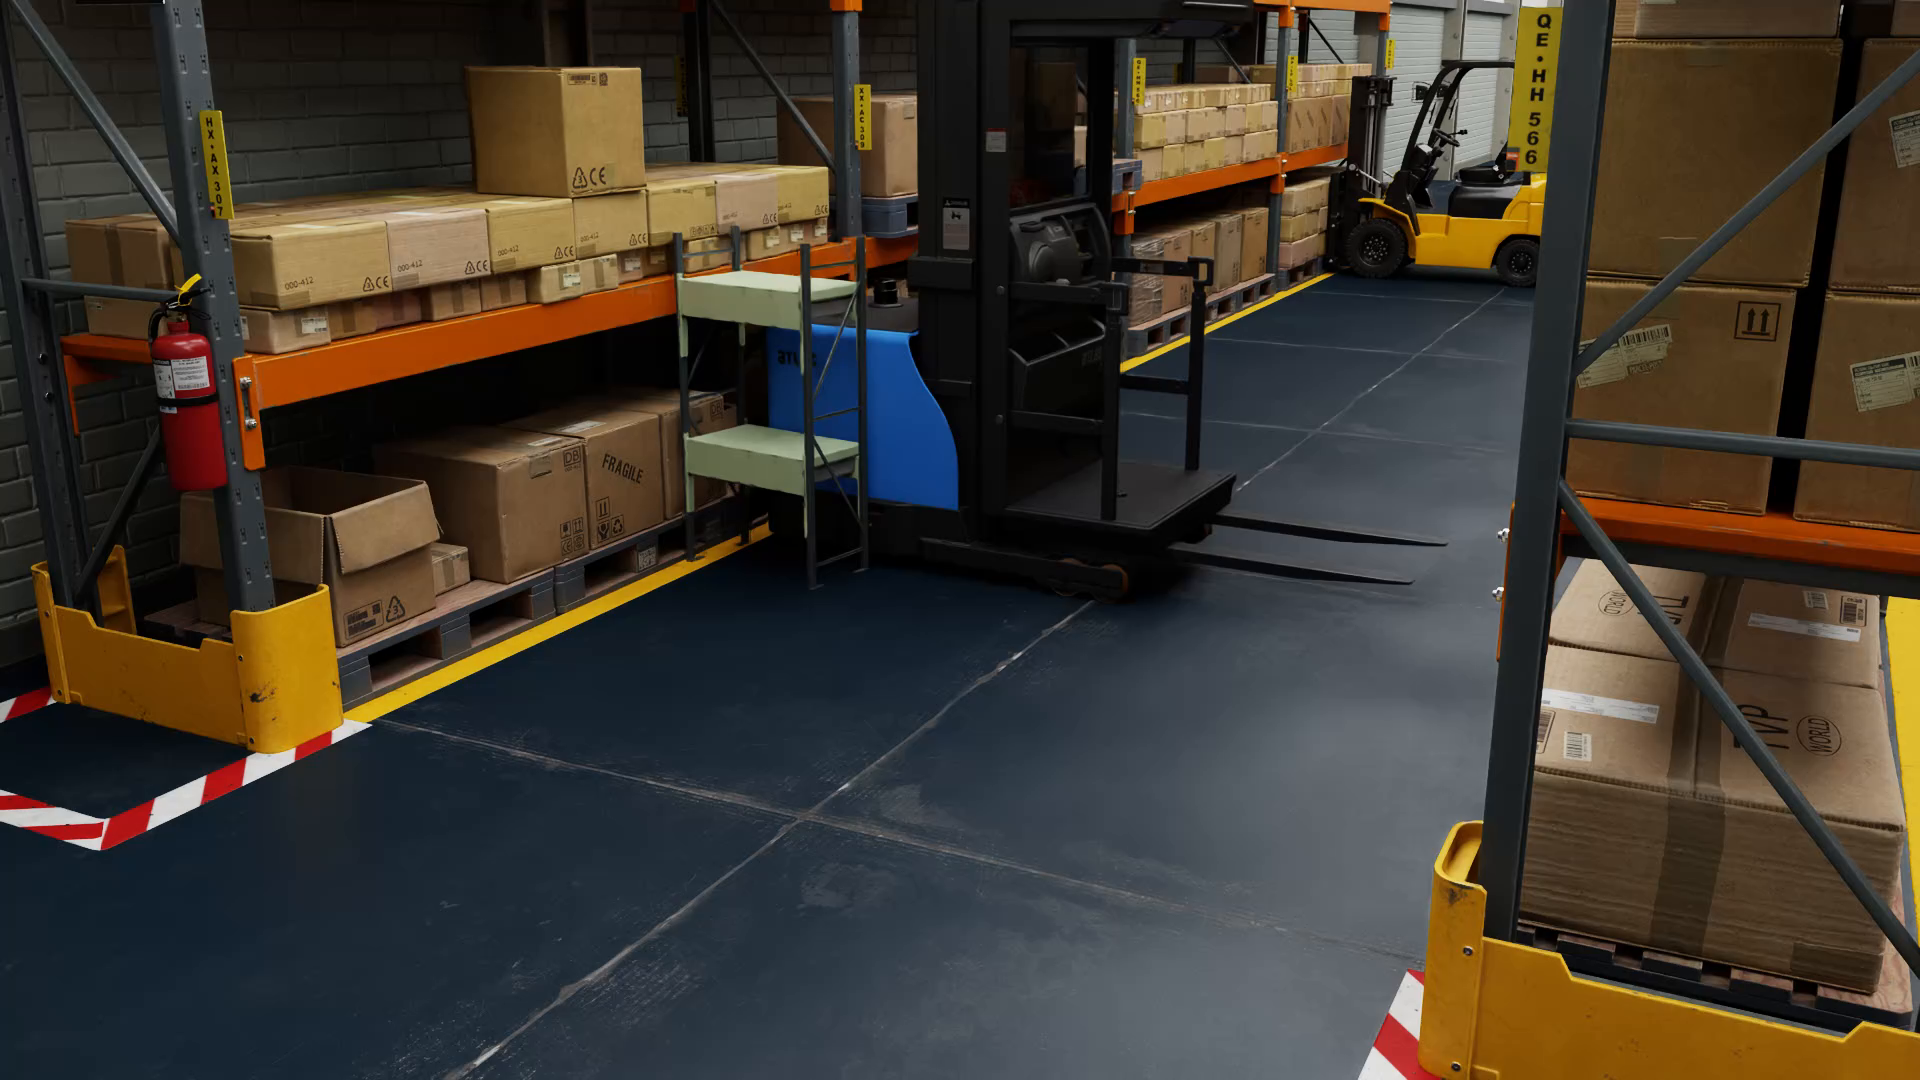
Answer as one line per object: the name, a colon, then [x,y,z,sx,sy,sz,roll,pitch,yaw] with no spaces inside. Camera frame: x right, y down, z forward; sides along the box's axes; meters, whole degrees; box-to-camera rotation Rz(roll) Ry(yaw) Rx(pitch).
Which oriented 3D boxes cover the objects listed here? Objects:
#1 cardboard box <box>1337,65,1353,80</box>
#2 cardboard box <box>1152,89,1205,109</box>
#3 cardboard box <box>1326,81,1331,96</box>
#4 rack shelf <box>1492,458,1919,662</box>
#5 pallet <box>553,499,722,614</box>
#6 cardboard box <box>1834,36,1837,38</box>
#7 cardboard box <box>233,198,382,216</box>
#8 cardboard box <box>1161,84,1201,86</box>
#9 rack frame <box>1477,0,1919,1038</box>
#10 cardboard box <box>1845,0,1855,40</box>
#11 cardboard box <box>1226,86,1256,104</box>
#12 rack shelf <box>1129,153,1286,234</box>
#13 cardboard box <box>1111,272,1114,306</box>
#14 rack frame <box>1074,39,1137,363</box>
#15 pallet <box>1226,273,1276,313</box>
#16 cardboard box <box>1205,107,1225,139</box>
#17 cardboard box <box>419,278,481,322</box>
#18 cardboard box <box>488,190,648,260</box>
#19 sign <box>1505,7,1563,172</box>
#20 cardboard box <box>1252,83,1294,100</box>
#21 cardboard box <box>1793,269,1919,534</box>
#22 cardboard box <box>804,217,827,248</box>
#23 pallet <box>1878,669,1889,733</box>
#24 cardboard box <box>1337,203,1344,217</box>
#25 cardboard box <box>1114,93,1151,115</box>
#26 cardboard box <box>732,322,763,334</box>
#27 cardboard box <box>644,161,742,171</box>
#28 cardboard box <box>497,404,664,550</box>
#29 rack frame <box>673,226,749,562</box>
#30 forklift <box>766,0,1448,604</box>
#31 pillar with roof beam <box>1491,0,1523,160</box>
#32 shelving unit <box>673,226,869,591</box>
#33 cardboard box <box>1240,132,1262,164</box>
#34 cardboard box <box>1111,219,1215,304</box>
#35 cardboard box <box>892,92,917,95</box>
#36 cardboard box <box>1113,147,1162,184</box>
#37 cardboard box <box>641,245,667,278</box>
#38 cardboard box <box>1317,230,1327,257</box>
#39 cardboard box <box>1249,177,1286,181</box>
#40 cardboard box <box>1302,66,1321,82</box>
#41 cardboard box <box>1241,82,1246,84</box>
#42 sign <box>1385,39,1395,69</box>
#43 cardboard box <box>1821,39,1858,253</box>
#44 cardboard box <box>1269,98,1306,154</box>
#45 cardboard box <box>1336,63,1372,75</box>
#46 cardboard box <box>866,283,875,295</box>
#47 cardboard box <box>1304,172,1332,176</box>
cardboard box: [3.918,-4.931,17.519,0.380,0.149,0.250,8,19,26]
cardboard box: [1.768,-3.580,13.494,0.380,0.149,0.250,9,19,27]
cardboard box: [3.558,-4.595,16.912,0.380,0.149,0.250,7,18,24]
rack shelf: [2.556,-0.343,5.176,1.077,0.370,4.000,8,18,25]
pallet: [-1.844,-0.005,7.670,1.003,0.211,1.213,8,18,25]
cardboard box: [2.105,-1.395,4.381,0.380,0.149,0.250,8,18,25]
cardboard box: [-2.580,-1.162,6.410,0.500,0.250,0.500,8,18,26]
cardboard box: [1.954,-4.038,15.035,0.380,0.149,0.250,8,18,25]
rack frame: [1.663,-0.179,3.358,1.000,3.000,0.127,8,18,25]
cardboard box: [3.165,-1.735,5.525,0.380,0.149,0.250,8,18,25]
cardboard box: [2.374,-3.902,14.579,0.380,0.149,0.250,7,18,24]
rack shelf: [1.689,-3.012,14.160,1.077,0.370,4.000,8,18,25]
cardboard box: [0.798,-1.715,12.184,0.500,0.500,0.500,9,19,27]
rack frame: [0.795,-2.847,12.342,1.000,3.000,0.127,8,18,25]
pallet: [2.288,-2.337,15.521,1.003,0.211,1.213,8,18,25]
cardboard box: [1.892,-3.489,13.887,0.500,0.250,0.500,8,18,26]
cardboard box: [-2.061,-0.936,6.350,0.380,0.149,0.250,9,19,27]
cardboard box: [-1.678,-1.352,7.050,0.500,0.250,0.500,8,18,24]
sign: [1.183,-0.920,3.404,0.100,0.325,0.005,8,18,25]
cardboard box: [2.960,-4.273,15.827,0.380,0.149,0.250,8,18,24]
cardboard box: [2.134,-0.313,3.633,0.500,0.500,0.500,8,18,25]
cardboard box: [-0.909,-1.595,8.566,0.380,0.149,0.250,8,18,26]
pallet: [2.496,0.635,5.517,1.003,0.211,1.213,8,18,25]
cardboard box: [3.759,-3.457,17.607,0.500,0.250,0.500,8,18,25]
cardboard box: [1.201,-3.250,12.383,0.380,0.149,0.250,9,19,27]
cardboard box: [-1.086,-1.273,9.555,0.380,0.149,0.250,7,18,23]
cardboard box: [-1.455,-1.807,8.582,0.500,0.250,0.500,8,18,25]
cardboard box: [-1.679,-0.291,7.388,0.500,0.500,0.500,8,19,26]
rack frame: [-1.132,-0.664,7.618,0.023,1.500,0.400,12,20,34]
forklift: [0.631,-1.305,7.271,3.031,2.935,1.130,9,19,27]
pillar with roof beam: [15.147,-11.735,31.730,9.100,9.000,0.400,8,18,25]
shelving unit: [-0.834,-0.603,7.413,0.755,1.500,0.431,12,20,34]
cardboard box: [2.372,-3.504,14.816,0.500,0.250,0.500,8,18,25]
cardboard box: [1.672,-2.406,14.291,0.875,0.625,0.625,7,18,23]
cardboard box: [0.006,-2.504,10.274,0.700,0.500,0.500,8,18,25]
cardboard box: [1.212,-2.857,12.639,0.500,0.250,0.500,8,18,26]
cardboard box: [-1.546,-1.273,7.482,0.380,0.149,0.250,8,18,26]
cardboard box: [3.523,-3.095,17.267,0.500,0.250,0.500,8,19,26]
cardboard box: [3.080,-3.637,17.336,0.500,0.250,0.500,8,18,26]
cardboard box: [3.339,-4.608,16.432,0.380,0.149,0.250,9,19,27]
cardboard box: [2.577,-4.408,16.281,0.380,0.149,0.250,8,18,24]
sign: [4.849,-5.481,18.760,0.100,0.325,0.005,8,18,25]
cardboard box: [2.356,-0.925,3.938,0.500,0.500,0.500,8,18,24]
cardboard box: [3.014,-3.994,16.027,0.500,0.500,0.500,8,18,24]
cardboard box: [4.398,-5.268,18.656,0.380,0.149,0.250,8,18,26]
cardboard box: [-0.648,-1.350,9.293,0.380,0.149,0.250,8,18,24]
cardboard box: [4.004,-3.830,17.986,0.500,0.250,0.500,8,18,26]
